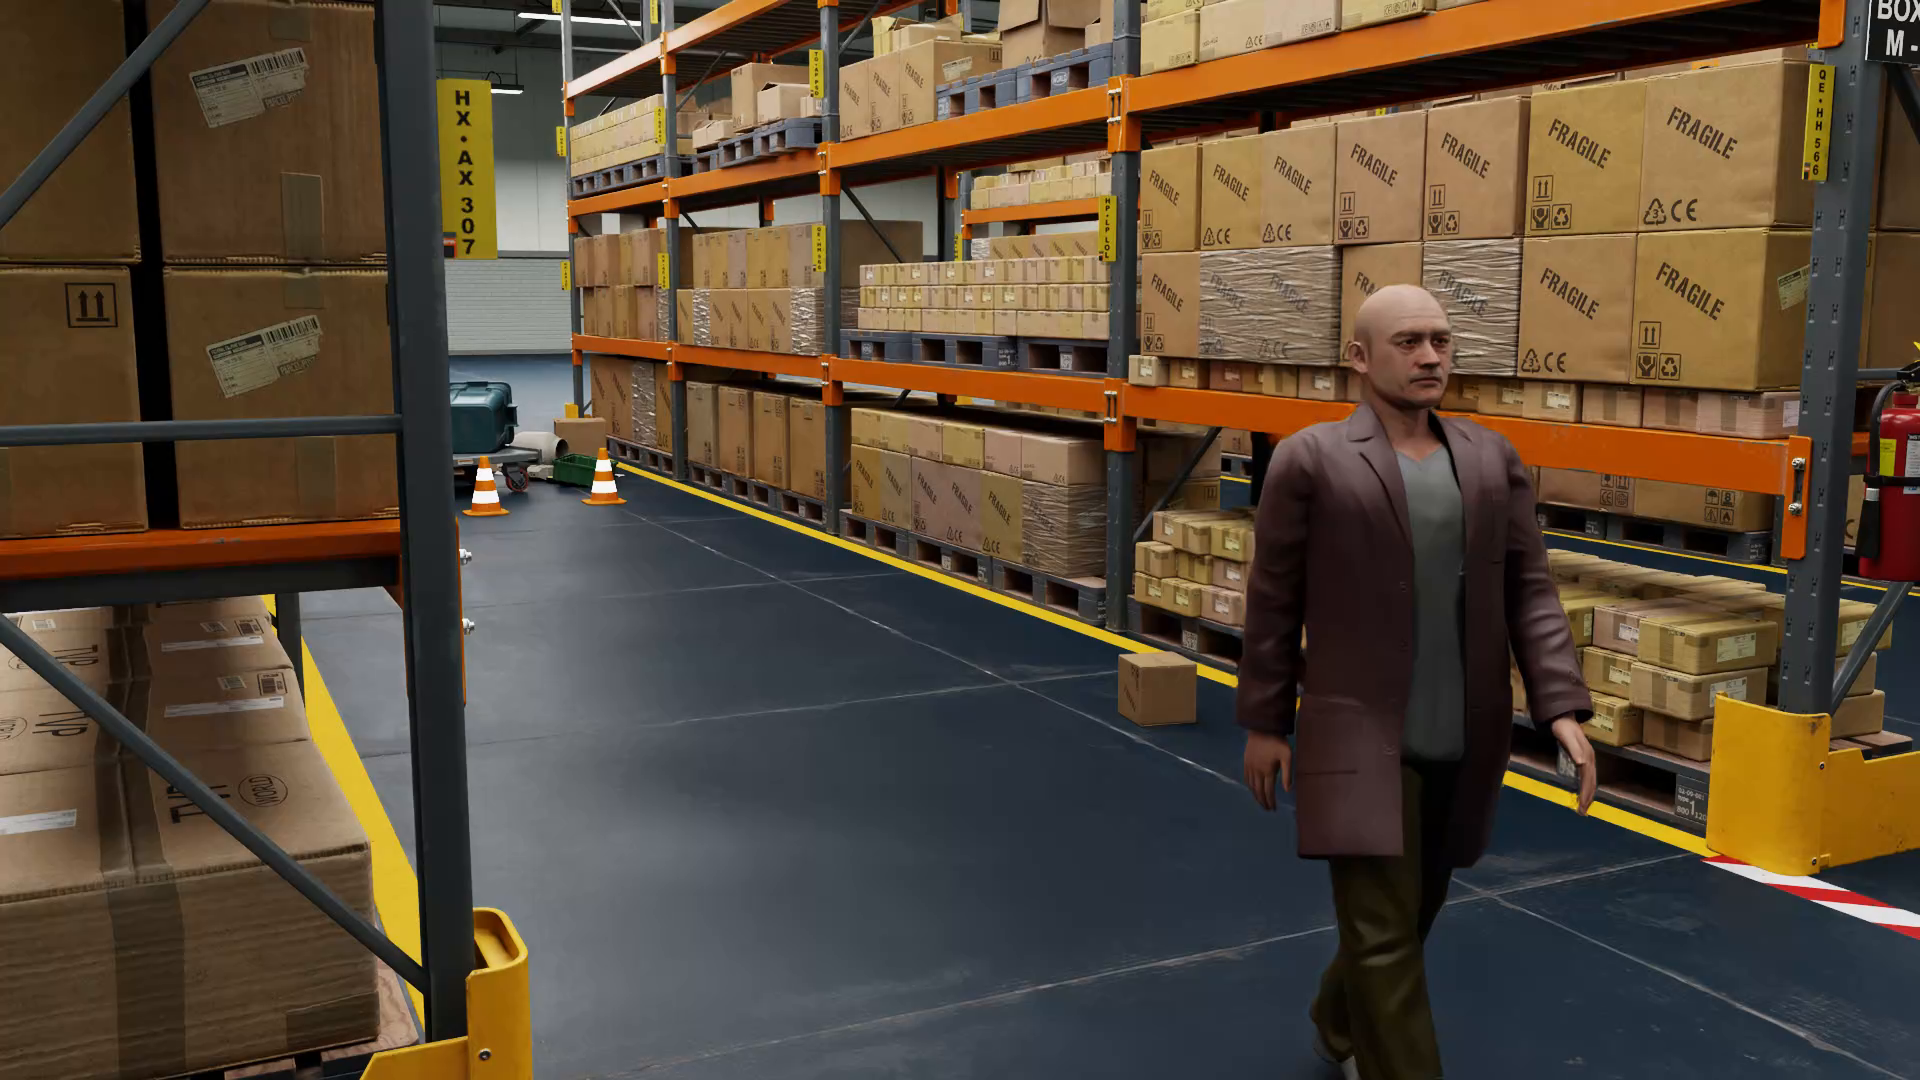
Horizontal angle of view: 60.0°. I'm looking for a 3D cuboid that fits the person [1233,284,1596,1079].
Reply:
[{"bbox_3d":[0.900,0.386,3.167,0.602,1.730,1.056,-2,9,-11],"label":"person"}]
